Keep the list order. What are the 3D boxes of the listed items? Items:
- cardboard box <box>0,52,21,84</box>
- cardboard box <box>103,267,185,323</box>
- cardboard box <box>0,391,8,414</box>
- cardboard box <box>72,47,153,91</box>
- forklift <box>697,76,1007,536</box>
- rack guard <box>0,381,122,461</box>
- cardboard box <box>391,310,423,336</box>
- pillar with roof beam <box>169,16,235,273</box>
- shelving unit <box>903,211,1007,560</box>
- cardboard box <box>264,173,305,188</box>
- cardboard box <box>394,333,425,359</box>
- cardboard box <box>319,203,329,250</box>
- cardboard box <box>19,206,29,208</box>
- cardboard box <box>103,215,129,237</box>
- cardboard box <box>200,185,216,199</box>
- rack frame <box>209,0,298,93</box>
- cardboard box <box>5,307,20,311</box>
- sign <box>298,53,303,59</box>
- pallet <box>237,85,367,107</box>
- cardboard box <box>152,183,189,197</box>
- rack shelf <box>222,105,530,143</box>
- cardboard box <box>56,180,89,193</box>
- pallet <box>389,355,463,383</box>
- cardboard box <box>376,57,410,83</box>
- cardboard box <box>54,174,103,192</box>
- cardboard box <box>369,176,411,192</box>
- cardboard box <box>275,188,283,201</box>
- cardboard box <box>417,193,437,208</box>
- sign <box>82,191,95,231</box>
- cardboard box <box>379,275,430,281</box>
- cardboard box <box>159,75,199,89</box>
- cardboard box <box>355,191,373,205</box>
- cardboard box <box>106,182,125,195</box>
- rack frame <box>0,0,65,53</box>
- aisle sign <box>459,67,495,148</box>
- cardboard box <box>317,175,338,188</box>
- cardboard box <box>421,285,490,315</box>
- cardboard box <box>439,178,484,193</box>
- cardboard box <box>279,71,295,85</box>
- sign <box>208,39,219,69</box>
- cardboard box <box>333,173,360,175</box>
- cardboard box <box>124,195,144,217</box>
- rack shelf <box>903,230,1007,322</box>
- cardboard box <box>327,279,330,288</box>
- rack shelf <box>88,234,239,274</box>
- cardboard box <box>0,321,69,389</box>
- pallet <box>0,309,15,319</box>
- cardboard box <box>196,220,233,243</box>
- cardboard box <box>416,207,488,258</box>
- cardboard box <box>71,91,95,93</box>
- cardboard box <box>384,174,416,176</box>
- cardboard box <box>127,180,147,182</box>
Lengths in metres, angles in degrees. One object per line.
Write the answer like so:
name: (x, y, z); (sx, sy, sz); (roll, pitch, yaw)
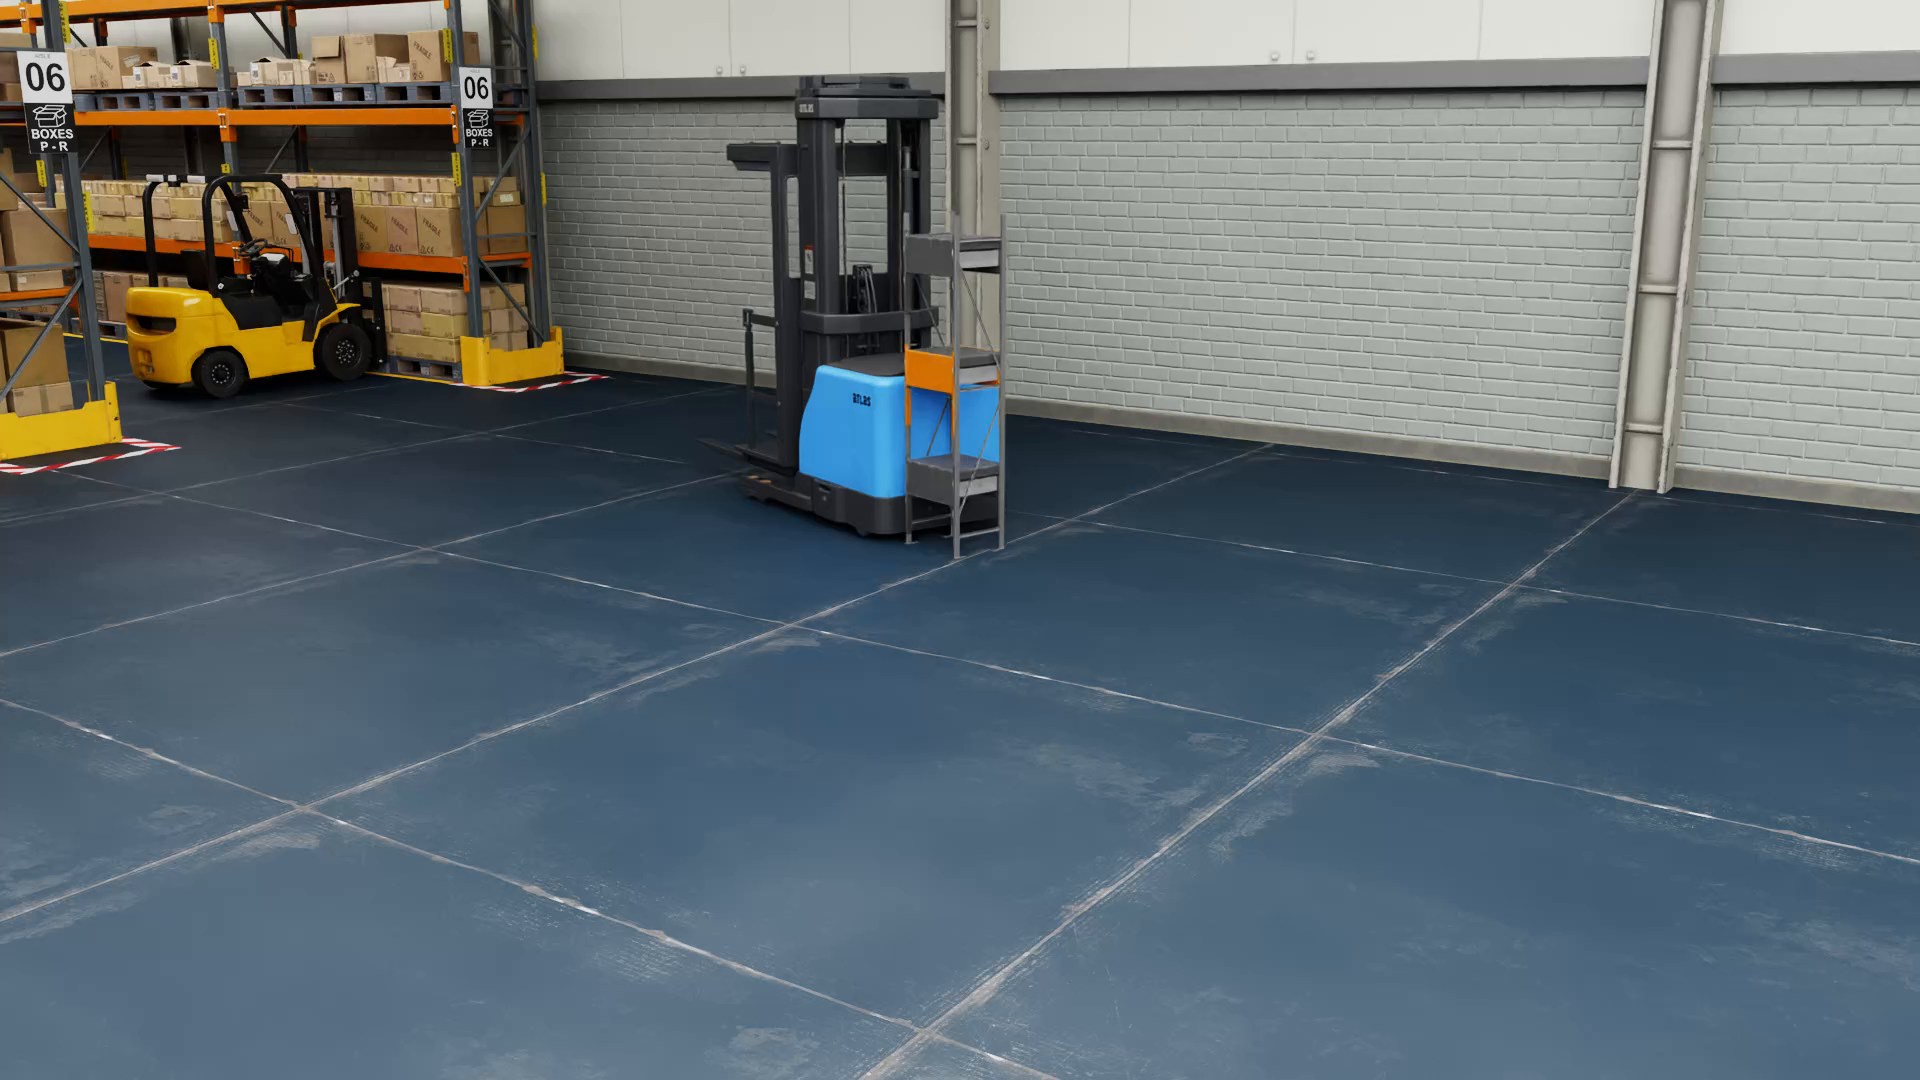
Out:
cardboard box: (-7.826, -3.849, 13.581); (0.500, 0.250, 0.500); (9, 16, 32)
cardboard box: (-10.372, -3.143, 21.344); (0.625, 0.625, 0.875); (10, 17, 35)
cardboard box: (-8.398, -1.128, 13.986); (0.500, 0.250, 0.500); (9, 17, 33)
cardboard box: (-10.489, -5.827, 20.589); (0.500, 0.500, 0.700); (9, 16, 32)
forklift: (-0.939, -1.748, 11.785); (1.130, 2.935, 3.031); (-9, 17, -34)
rack guard: (-7.620, -0.998, 13.813); (0.348, 0.500, 1.175); (9, 17, 33)
cardboard box: (-5.779, -2.375, 17.984); (0.500, 0.250, 0.500); (9, 17, 32)
pillar with roof beam: (-12.246, -6.323, 17.637); (0.400, 9.000, 9.100); (9, 17, 33)
shelving unit: (-0.033, -0.970, 10.372); (0.431, 2.100, 0.503); (-11, 18, -38)
cardboard box: (-7.733, -4.120, 19.047); (0.250, 0.149, 0.380); (9, 17, 34)
cardboard box: (-5.764, -2.129, 18.029); (0.500, 0.250, 0.500); (9, 17, 33)
cardboard box: (-7.025, -3.530, 18.634); (0.500, 0.500, 0.500); (9, 17, 32)
cardboard box: (-8.227, -2.581, 14.182); (0.500, 0.500, 0.500); (10, 17, 35)
cardboard box: (-10.351, -3.947, 20.837); (0.500, 0.250, 0.500); (9, 16, 31)
cardboard box: (-8.741, -4.123, 19.680); (0.250, 0.149, 0.380); (9, 16, 32)
rack frame: (-8.109, -6.640, 18.918); (0.127, 3.000, 1.000); (9, 17, 33)
cardboard box: (-12.744, -3.407, 22.673); (0.500, 0.500, 0.500); (10, 17, 35)
sign: (-7.801, -5.584, 19.655); (0.005, 0.325, 0.100); (9, 17, 33)
pallet: (-7.387, -5.031, 18.848); (1.213, 0.211, 1.003); (9, 17, 33)
cardboard box: (-9.594, -4.258, 20.223); (0.250, 0.149, 0.380); (9, 17, 33)
rack shelf: (-6.450, -4.566, 18.281); (4.000, 0.370, 1.077); (9, 17, 33)
cardboard box: (-11.328, -4.526, 21.306); (0.250, 0.149, 0.380); (10, 17, 34)
pallet: (-5.448, -1.932, 18.187); (1.213, 0.211, 1.003); (9, 17, 33)
cardboard box: (-5.858, -4.919, 17.407); (0.258, 0.266, 0.396); (9, 17, 33)
cardboard box: (-11.768, -4.617, 22.148); (0.500, 0.500, 0.500); (10, 17, 35)
cardboard box: (-6.103, -3.823, 17.845); (0.250, 0.149, 0.380); (10, 17, 34)
cardboard box: (-7.544, -3.932, 18.907); (0.250, 0.149, 0.380); (9, 17, 33)
cardboard box: (-5.463, -3.573, 17.458); (0.250, 0.149, 0.380); (9, 17, 34)
sign: (-7.255, -2.729, 13.805); (0.005, 0.325, 0.100); (9, 17, 33)
cardboard box: (-6.330, -2.853, 18.875); (0.500, 0.250, 0.500); (9, 16, 32)
cardboard box: (-9.191, -5.401, 19.597); (0.250, 0.149, 0.380); (9, 17, 33)
cardboard box: (-6.312, -3.712, 18.019); (0.250, 0.149, 0.380); (9, 17, 33)
cardboard box: (-10.429, -4.401, 20.800); (0.250, 0.149, 0.380); (9, 17, 33)
rack frame: (-7.557, -5.113, 12.751); (0.127, 3.000, 1.000); (9, 17, 33)
aisle sign: (-4.900, -4.386, 16.887); (0.004, 0.787, 0.394); (9, 17, 33)
cardboard box: (-6.897, -3.976, 18.467); (0.250, 0.149, 0.380); (9, 17, 33)
cardboard box: (-5.346, -2.545, 17.630); (0.500, 0.250, 0.500); (10, 17, 35)
cardboard box: (-5.205, -3.705, 17.370); (0.250, 0.149, 0.380); (9, 17, 33)
cardboard box: (-7.269, -5.090, 18.342); (0.250, 0.149, 0.380); (10, 17, 34)
sign: (-8.404, -5.478, 18.736); (0.005, 0.325, 0.100); (9, 17, 33)
cardboard box: (-7.021, -4.157, 19.196); (0.250, 0.149, 0.380); (9, 16, 32)
cardboard box: (-9.920, -4.121, 20.500); (0.500, 0.250, 0.500); (9, 17, 34)
rack shelf: (-0.033, -1.636, 10.207); (0.431, 0.518, 0.480); (-11, 18, -38)
cardboard box: (-7.045, -2.820, 18.738); (0.500, 0.250, 0.500); (10, 17, 35)
rack shelf: (-9.769, -3.647, 20.809); (4.000, 0.370, 1.077); (9, 17, 33)
cardboard box: (-8.092, -1.600, 14.334); (0.500, 0.500, 0.500); (9, 16, 31)
pallet: (-13.035, -3.182, 23.237); (1.213, 0.211, 1.003); (9, 17, 33)
cardboard box: (-8.674, -3.670, 19.719); (0.500, 0.250, 0.500); (10, 17, 34)
cardboard box: (-5.345, -3.253, 17.515); (0.500, 0.500, 0.500); (9, 16, 32)
cardboard box: (-11.598, -5.937, 21.806); (0.250, 0.149, 0.380); (9, 17, 33)
cardboard box: (-6.217, -4.000, 18.561); (0.250, 0.149, 0.380); (9, 17, 33)
cardboard box: (-10.585, -4.564, 21.461); (0.250, 0.149, 0.380); (9, 17, 33)
